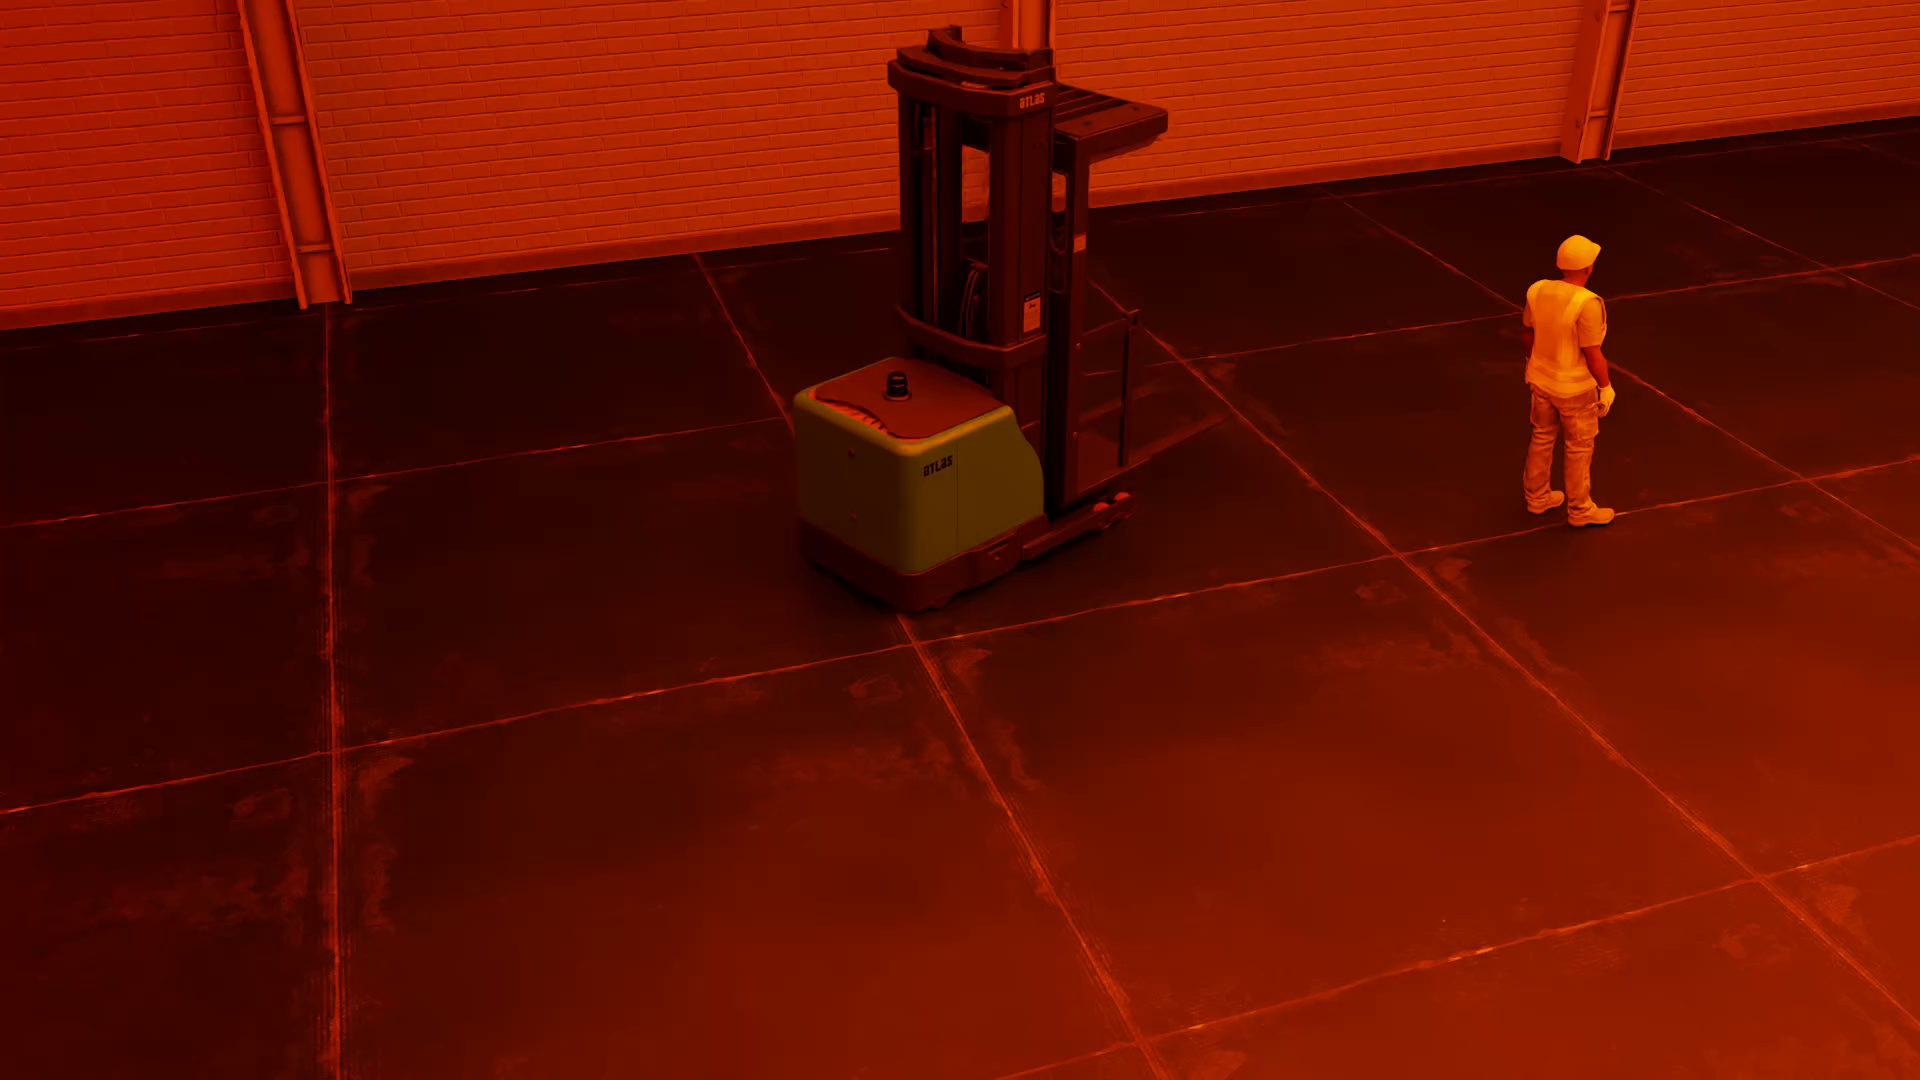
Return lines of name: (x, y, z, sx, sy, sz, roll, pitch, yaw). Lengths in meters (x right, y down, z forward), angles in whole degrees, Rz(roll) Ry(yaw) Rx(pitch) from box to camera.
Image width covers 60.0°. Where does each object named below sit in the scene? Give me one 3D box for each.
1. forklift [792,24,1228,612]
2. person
forklift: (0.456, -1.498, 9.691, 3.031, 2.935, 1.130, -26, 39, -37)
person: (3.651, -0.961, 9.896, 0.573, 1.783, 0.655, -14, 33, -23)
